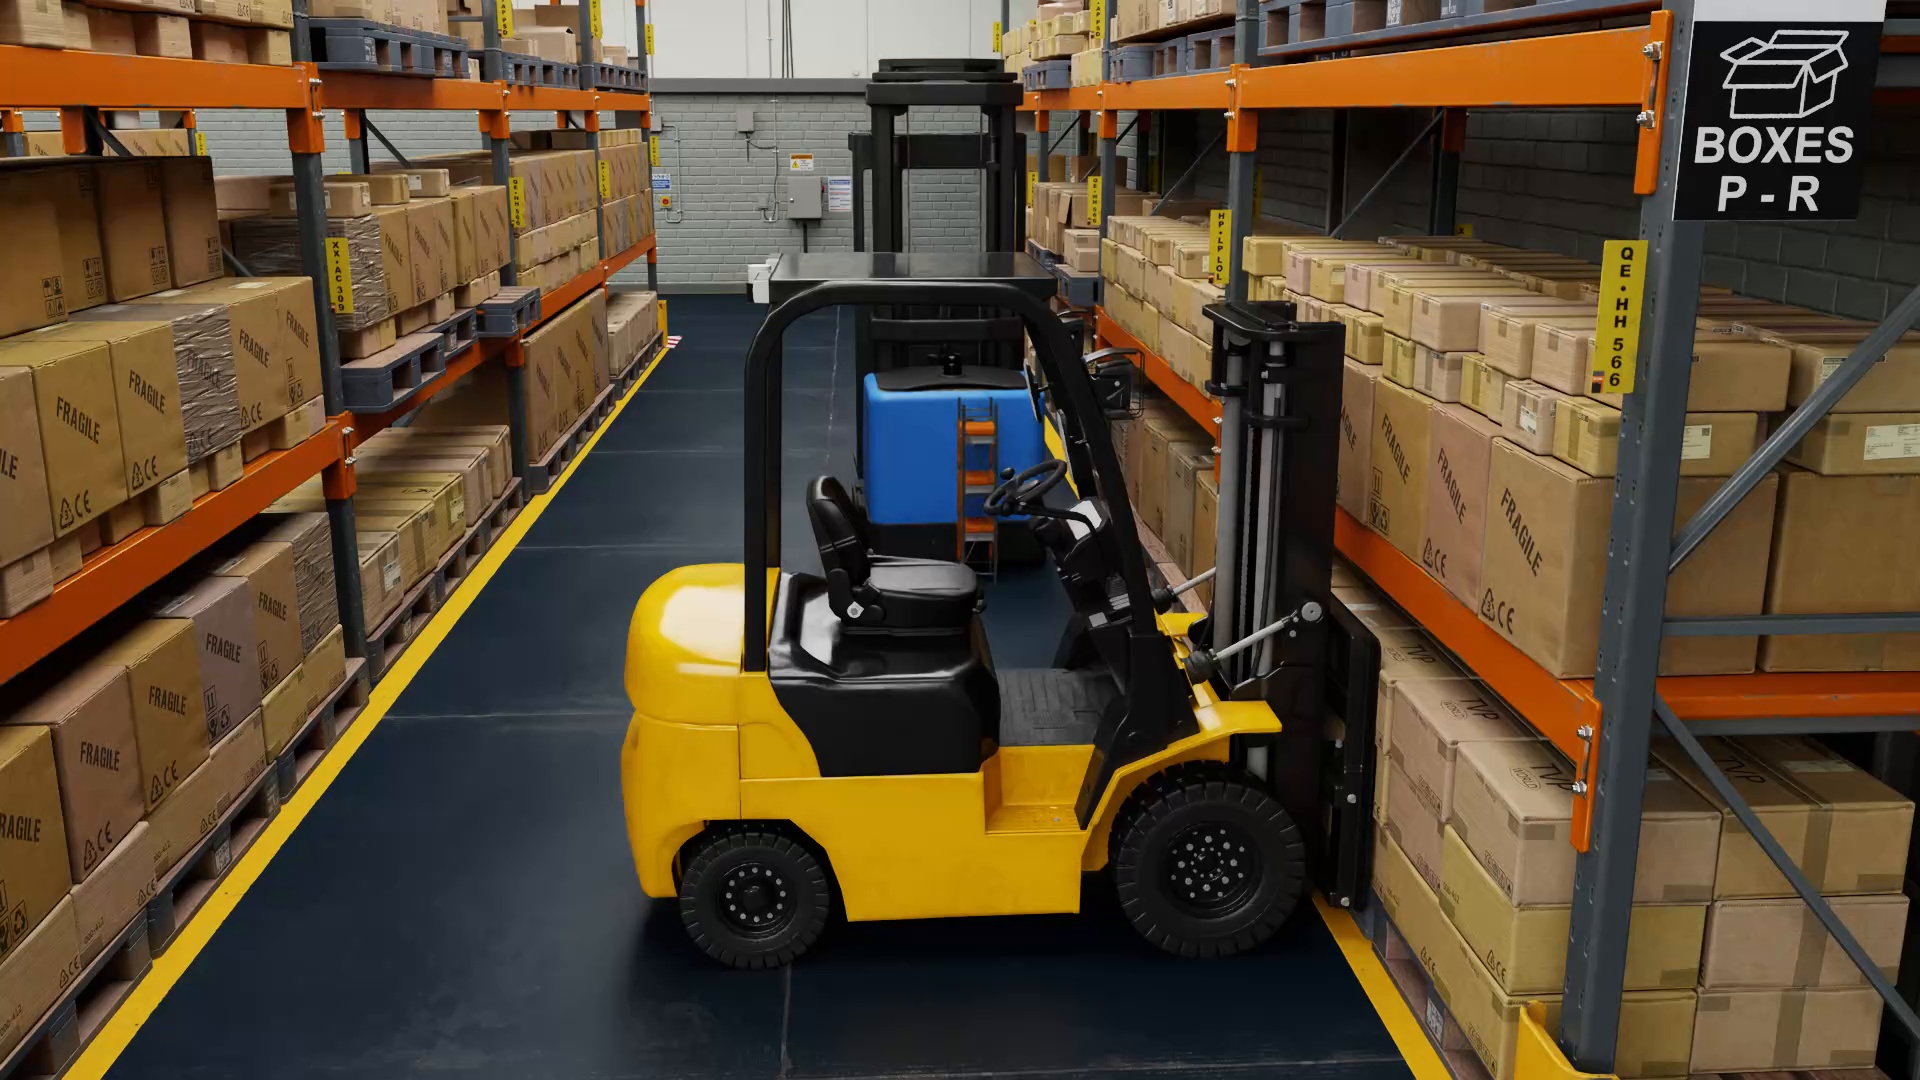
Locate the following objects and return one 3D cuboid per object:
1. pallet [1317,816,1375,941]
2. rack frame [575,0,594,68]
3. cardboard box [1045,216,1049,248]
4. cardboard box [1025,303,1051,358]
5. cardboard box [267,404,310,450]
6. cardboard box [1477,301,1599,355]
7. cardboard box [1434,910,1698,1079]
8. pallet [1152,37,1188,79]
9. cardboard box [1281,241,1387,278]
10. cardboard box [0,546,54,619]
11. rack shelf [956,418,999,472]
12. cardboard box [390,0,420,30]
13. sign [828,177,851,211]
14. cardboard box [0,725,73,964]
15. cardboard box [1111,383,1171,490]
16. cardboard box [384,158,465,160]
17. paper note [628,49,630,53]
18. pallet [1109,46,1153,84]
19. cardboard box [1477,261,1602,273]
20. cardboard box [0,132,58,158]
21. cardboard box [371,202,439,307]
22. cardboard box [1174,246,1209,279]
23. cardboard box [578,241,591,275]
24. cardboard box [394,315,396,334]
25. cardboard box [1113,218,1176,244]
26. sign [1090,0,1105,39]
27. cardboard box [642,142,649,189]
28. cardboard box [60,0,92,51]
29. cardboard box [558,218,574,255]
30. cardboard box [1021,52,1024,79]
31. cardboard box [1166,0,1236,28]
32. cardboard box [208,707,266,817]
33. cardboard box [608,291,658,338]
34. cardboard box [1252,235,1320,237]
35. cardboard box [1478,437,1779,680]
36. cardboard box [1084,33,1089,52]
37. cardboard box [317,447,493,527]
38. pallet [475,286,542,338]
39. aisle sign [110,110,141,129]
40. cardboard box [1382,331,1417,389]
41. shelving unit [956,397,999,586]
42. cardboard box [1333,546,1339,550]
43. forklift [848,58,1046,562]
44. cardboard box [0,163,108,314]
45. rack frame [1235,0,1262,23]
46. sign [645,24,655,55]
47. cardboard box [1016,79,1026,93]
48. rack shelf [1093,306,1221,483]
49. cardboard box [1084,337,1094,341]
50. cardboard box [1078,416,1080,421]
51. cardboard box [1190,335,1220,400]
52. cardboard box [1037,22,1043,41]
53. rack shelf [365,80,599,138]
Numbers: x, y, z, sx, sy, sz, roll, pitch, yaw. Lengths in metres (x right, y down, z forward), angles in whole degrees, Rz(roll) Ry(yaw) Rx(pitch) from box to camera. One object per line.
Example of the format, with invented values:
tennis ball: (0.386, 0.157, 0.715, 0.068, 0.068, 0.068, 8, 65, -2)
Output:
pallet: (1.792, 1.054, 6.007, 1.003, 0.211, 1.213, -1, 14, -3)
rack frame: (-3.743, -5.617, 14.296, 1.000, 3.000, 0.127, -1, 14, -3)
cardboard box: (0.914, -2.576, 13.944, 0.396, 0.266, 0.258, 0, 14, -1)
cardboard box: (0.985, -2.151, 17.042, 0.700, 0.500, 0.500, -1, 14, -6)
cardboard box: (-2.901, -0.463, 6.809, 0.380, 0.149, 0.250, -1, 14, -2)
cardboard box: (1.691, -0.585, 4.682, 0.380, 0.149, 0.250, -1, 14, -3)
cardboard box: (1.610, 1.212, 4.472, 0.500, 0.250, 0.500, -1, 14, -3)
pallet: (1.662, -2.710, 9.397, 1.003, 0.211, 1.213, 0, 14, -1)
cardboard box: (1.554, -1.159, 6.910, 0.380, 0.149, 0.250, -1, 14, -3)
cardboard box: (-2.749, 0.114, 4.569, 0.380, 0.149, 0.250, -1, 14, -3)
rack shelf: (0.099, -0.540, 9.423, 0.215, 0.259, 0.240, -1, 14, -6)
cardboard box: (-2.916, -2.583, 7.983, 0.500, 0.250, 0.500, -1, 14, -4)
sign: (-1.778, -5.117, 24.586, 0.329, 0.494, 0.001, -1, 14, -3)
cardboard box: (-2.776, 0.827, 4.461, 0.500, 0.500, 0.500, -1, 14, -5)
cardboard box: (1.483, -0.692, 11.119, 0.875, 0.625, 0.625, 0, 14, -2)
cardboard box: (-3.829, -2.501, 12.020, 0.500, 0.500, 0.500, -1, 14, -2)
paper note: (-3.280, -4.851, 16.488, 0.006, 0.032, 0.123, -1, 14, -3)
pallet: (1.590, -2.988, 10.478, 1.213, 0.211, 1.003, 0, 14, -1)
cardboard box: (2.075, -0.912, 5.952, 0.380, 0.149, 0.250, -1, 14, -4)
cardboard box: (-8.462, -3.402, 14.926, 0.500, 0.500, 0.500, -1, 14, -2)
cardboard box: (-3.039, -1.486, 8.643, 0.500, 0.500, 0.500, -1, 14, -4)
cardboard box: (1.318, -1.432, 8.571, 0.380, 0.149, 0.250, -1, 14, -5)
cardboard box: (-3.434, -2.404, 14.152, 0.500, 0.250, 0.500, -1, 14, -4)
cardboard box: (-3.067, -1.077, 8.355, 0.380, 0.149, 0.250, 0, 14, 0)
cardboard box: (1.202, -2.006, 10.802, 0.380, 0.149, 0.250, -1, 14, -2)
sign: (0.917, -3.489, 11.010, 0.100, 0.325, 0.005, -1, 14, -3)
cardboard box: (-3.724, -4.122, 18.322, 0.500, 0.500, 0.500, 0, 14, -2)
cardboard box: (-2.837, -1.532, 4.943, 0.380, 0.149, 0.250, -1, 14, -5)
cardboard box: (-3.348, -2.395, 13.112, 0.500, 0.250, 0.500, -1, 14, -2)
cardboard box: (0.868, -4.686, 16.402, 0.500, 0.250, 0.500, -1, 14, -2)
cardboard box: (1.371, -2.828, 8.612, 0.500, 0.311, 0.500, -1, 14, -5)
cardboard box: (-2.873, 0.808, 6.040, 0.500, 0.250, 0.500, -1, 14, -3)
cardboard box: (-3.850, -2.506, 18.545, 0.875, 0.438, 0.875, -1, 14, -5)
cardboard box: (1.851, -1.632, 9.348, 0.380, 0.149, 0.250, -1, 14, -3)
cardboard box: (1.661, 0.029, 4.194, 0.500, 0.500, 0.500, -1, 14, -5)
cardboard box: (1.143, -3.772, 12.648, 0.380, 0.149, 0.250, 0, 14, -2)
cardboard box: (-3.417, -0.323, 10.193, 0.950, 0.372, 0.625, -1, 14, -5)
pallet: (-3.345, -1.448, 10.519, 1.213, 0.211, 1.003, -1, 14, -3)
aisle sign: (-9.229, -4.877, 18.244, 0.394, 0.787, 0.004, -1, 14, -3)
cardboard box: (1.549, -0.567, 5.210, 0.380, 0.149, 0.250, -1, 14, -3)
shelving unit: (0.099, -0.276, 9.491, 0.215, 1.050, 0.252, -1, 14, -6)
cardboard box: (1.445, 0.097, 6.797, 0.500, 0.250, 0.500, -1, 14, -3)
forklift: (-0.154, -1.593, 10.836, 1.130, 2.935, 3.031, -1, 14, -6)
cardboard box: (-3.423, -1.033, 5.717, 0.700, 0.500, 0.500, -1, 14, -5)
rack frame: (1.706, -3.705, 6.865, 1.000, 3.000, 0.127, -1, 14, -3)
sign: (-3.449, -5.554, 18.455, 0.100, 0.325, 0.005, -1, 14, -3)
cardboard box: (0.769, -4.587, 16.819, 0.380, 0.149, 0.250, -1, 14, -2)
rack shelf: (1.582, -0.948, 9.635, 1.077, 0.370, 4.000, -1, 14, -3)
cardboard box: (1.121, -1.550, 13.403, 0.380, 0.149, 0.250, -2, 15, -6)
cardboard box: (1.162, -1.143, 13.124, 0.500, 0.500, 0.500, 0, 14, -1)
cardboard box: (1.414, -0.848, 8.103, 0.500, 0.250, 0.500, -1, 14, -2)
cardboard box: (0.852, -4.306, 14.085, 0.380, 0.149, 0.250, -1, 14, -4)
rack shelf: (-3.619, -3.318, 12.827, 1.077, 0.370, 4.000, -1, 14, -3)
